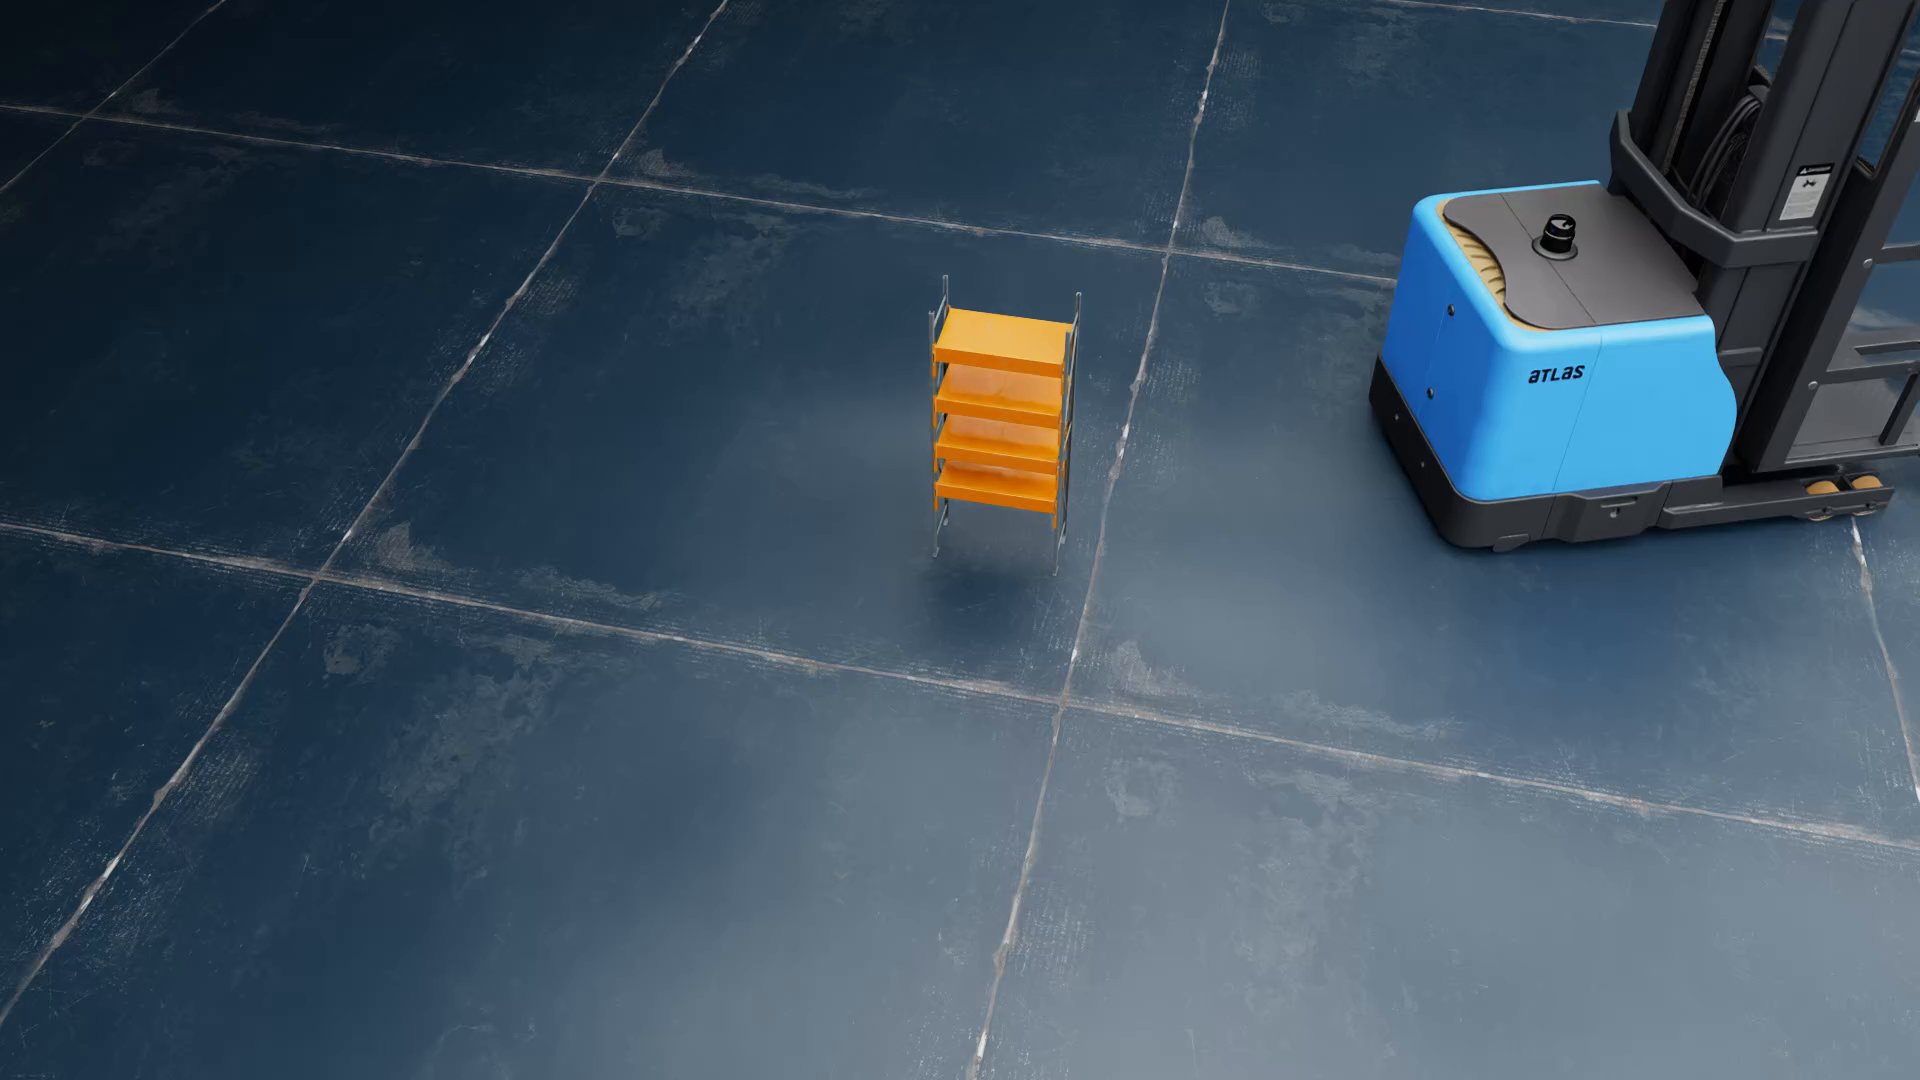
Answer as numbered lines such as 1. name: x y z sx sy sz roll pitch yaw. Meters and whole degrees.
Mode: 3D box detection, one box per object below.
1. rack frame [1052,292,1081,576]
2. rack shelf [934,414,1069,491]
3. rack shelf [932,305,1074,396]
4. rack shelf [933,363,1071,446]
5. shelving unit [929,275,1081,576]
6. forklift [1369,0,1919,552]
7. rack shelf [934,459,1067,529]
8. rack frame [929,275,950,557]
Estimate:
1. rack frame: 0.400 -0.370 6.269 0.015 1.200 0.240 9 45 9
2. rack shelf: 0.162 -0.359 6.355 0.480 0.148 0.258 9 45 9
3. rack shelf: 0.162 -0.690 6.035 0.480 0.148 0.258 9 45 9
4. rack shelf: 0.162 -0.520 6.199 0.480 0.148 0.258 9 45 9
5. shelving unit: 0.162 -0.407 6.308 0.503 1.200 0.258 9 45 9
6. forklift: 3.355 -1.492 6.186 3.031 2.935 1.130 -7 44 -7
7. rack shelf: 0.162 -0.216 6.492 0.480 0.148 0.258 9 45 9
8. rack frame: -0.077 -0.444 6.346 0.015 1.200 0.240 9 45 9
